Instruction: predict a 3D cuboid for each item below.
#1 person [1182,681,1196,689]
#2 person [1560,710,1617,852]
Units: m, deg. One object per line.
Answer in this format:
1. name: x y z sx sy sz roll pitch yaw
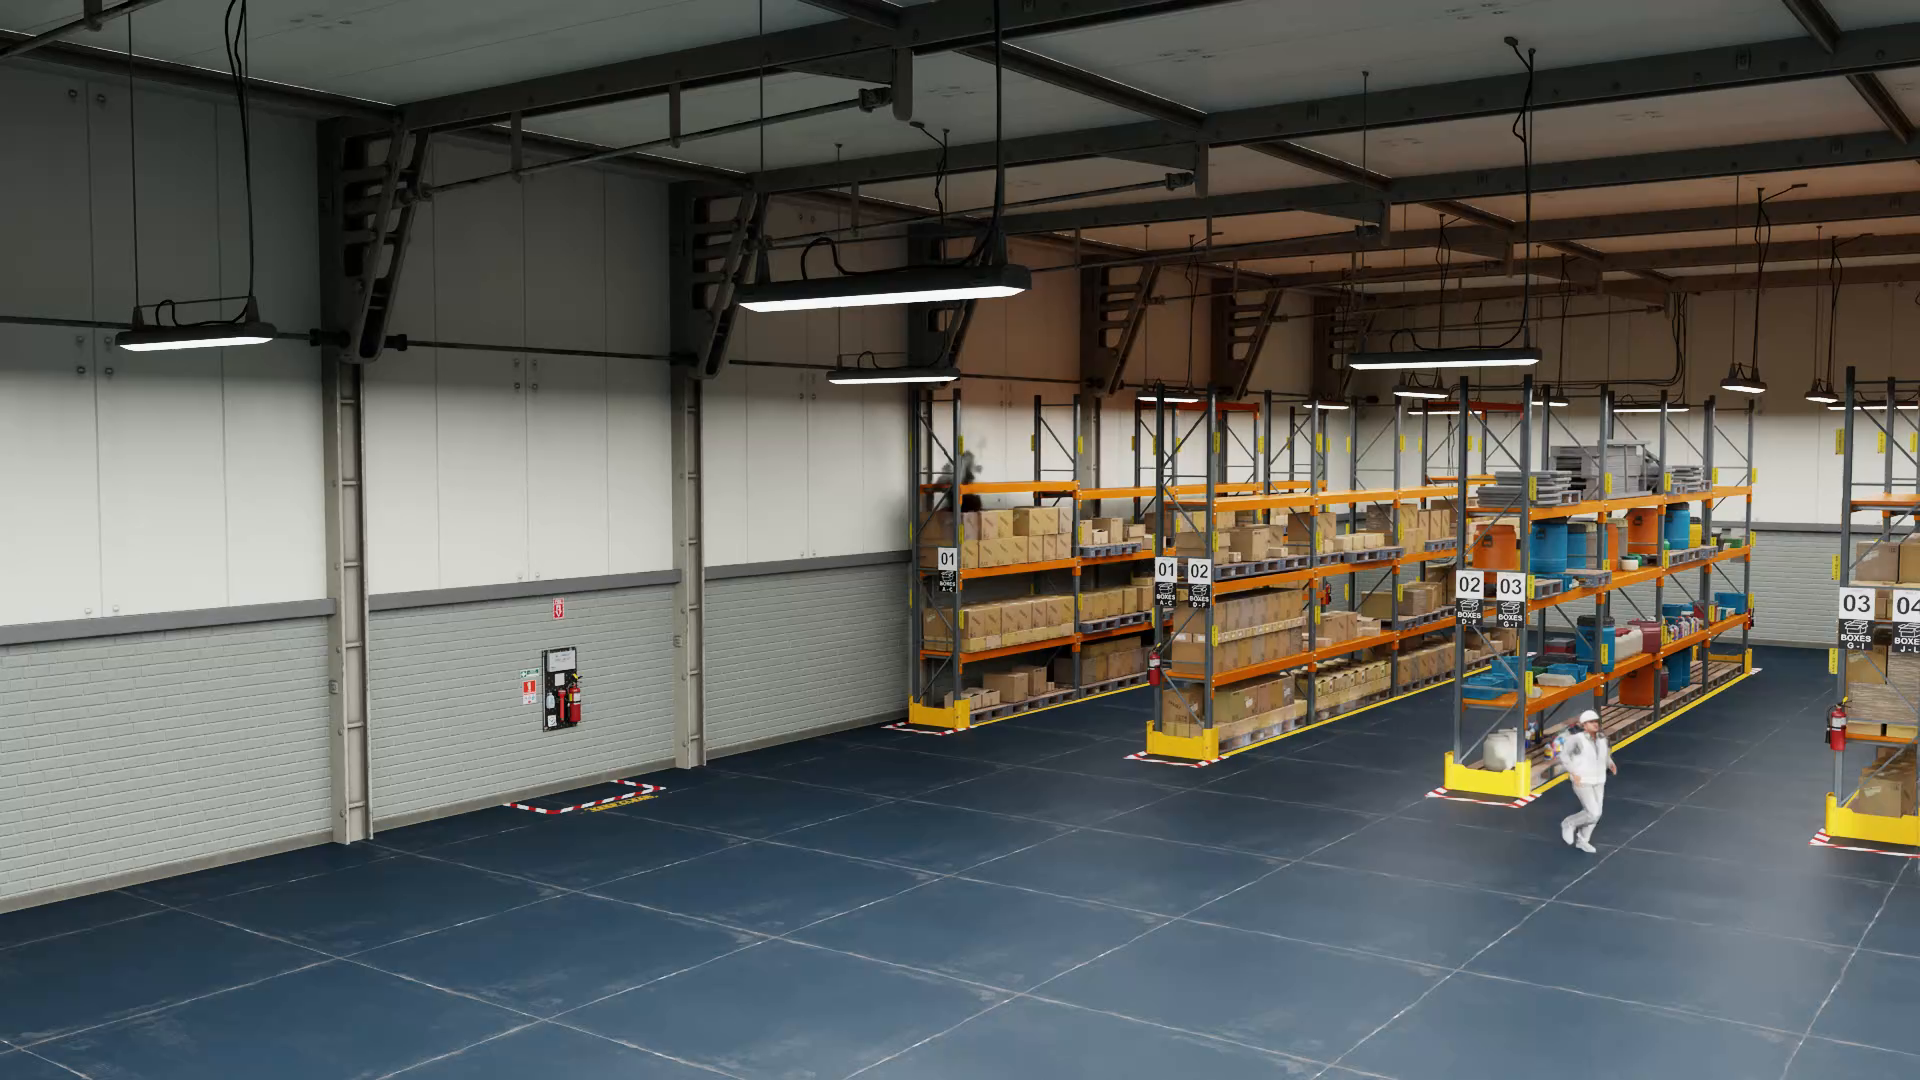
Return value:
1. person: 4.326 2.368 30.778 0.643 1.758 0.873 1 4 23
2. person: 7.777 2.969 20.489 0.650 1.742 0.604 -1 3 -21
